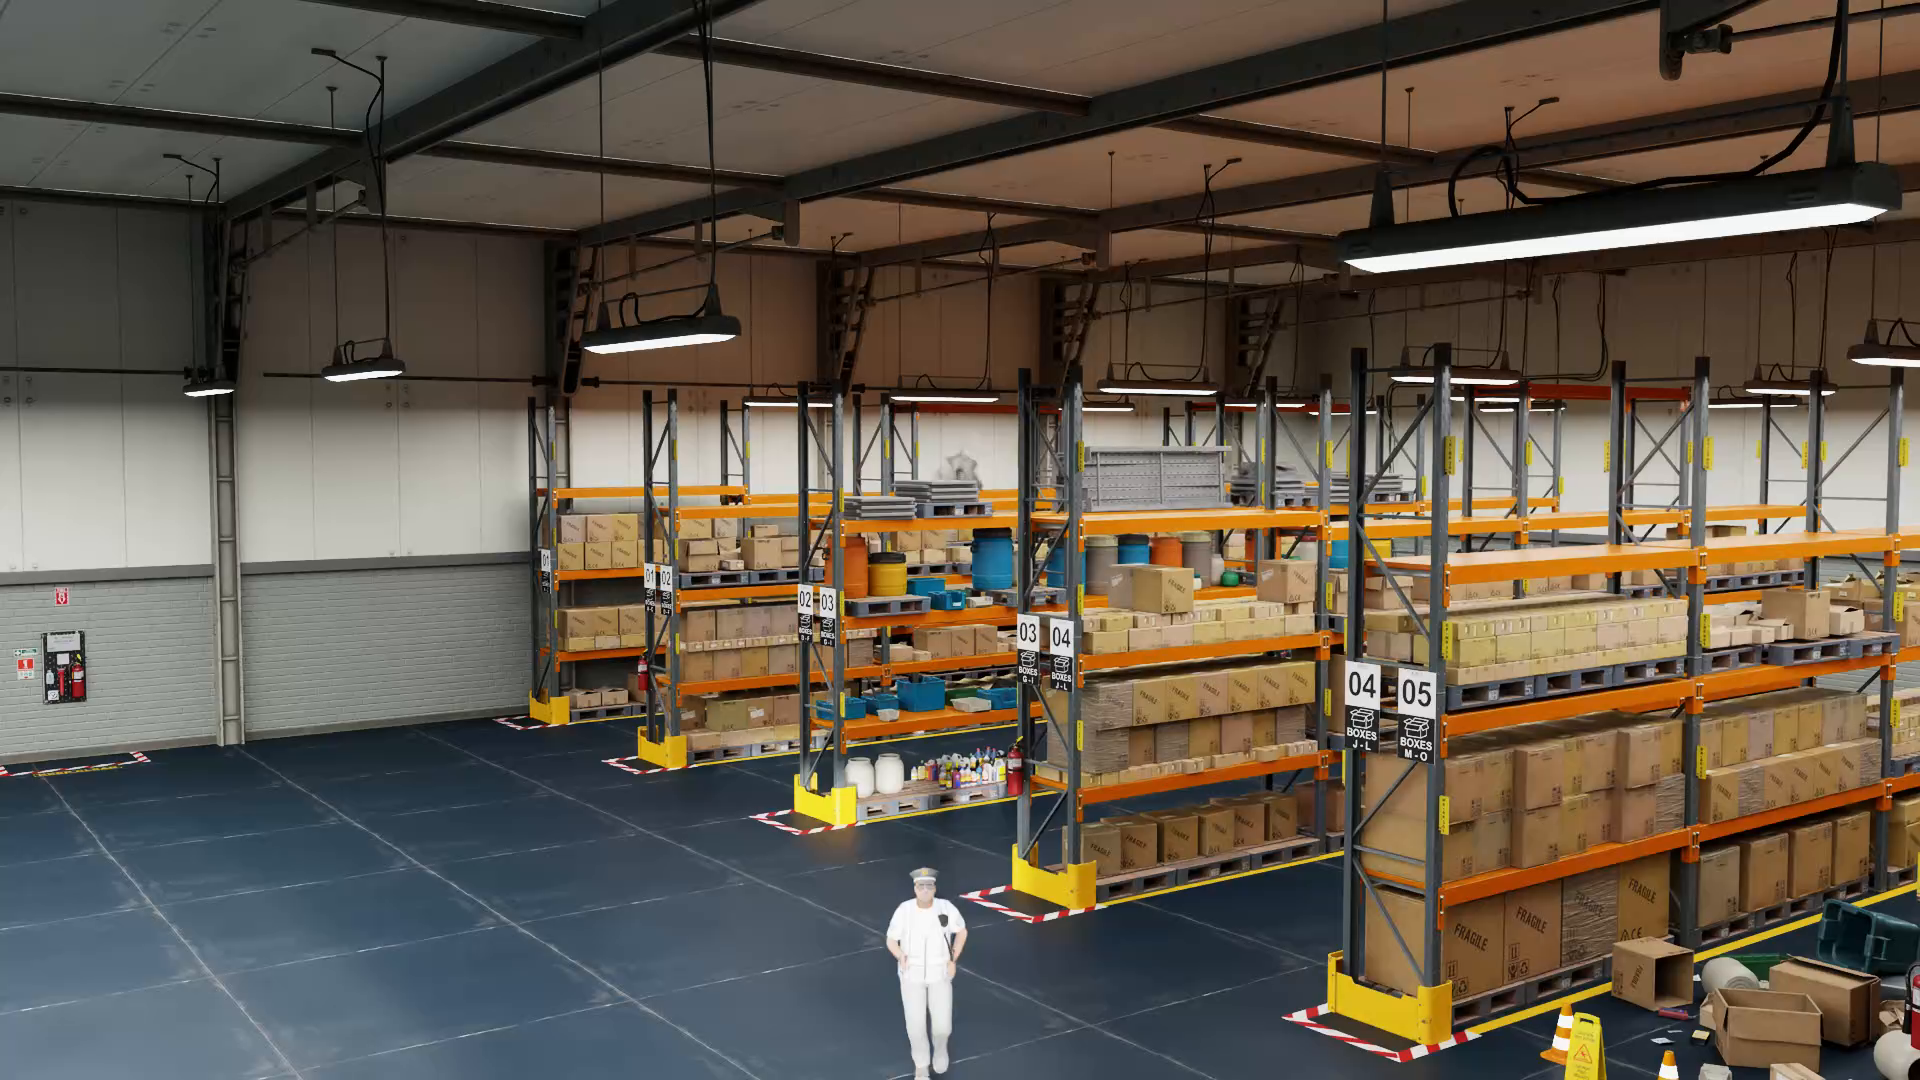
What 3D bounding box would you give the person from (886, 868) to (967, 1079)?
[{"bbox_3d":[-0.267,3.497,13.356,0.653,1.736,0.606,0,3,-1],"label":"person"}]
